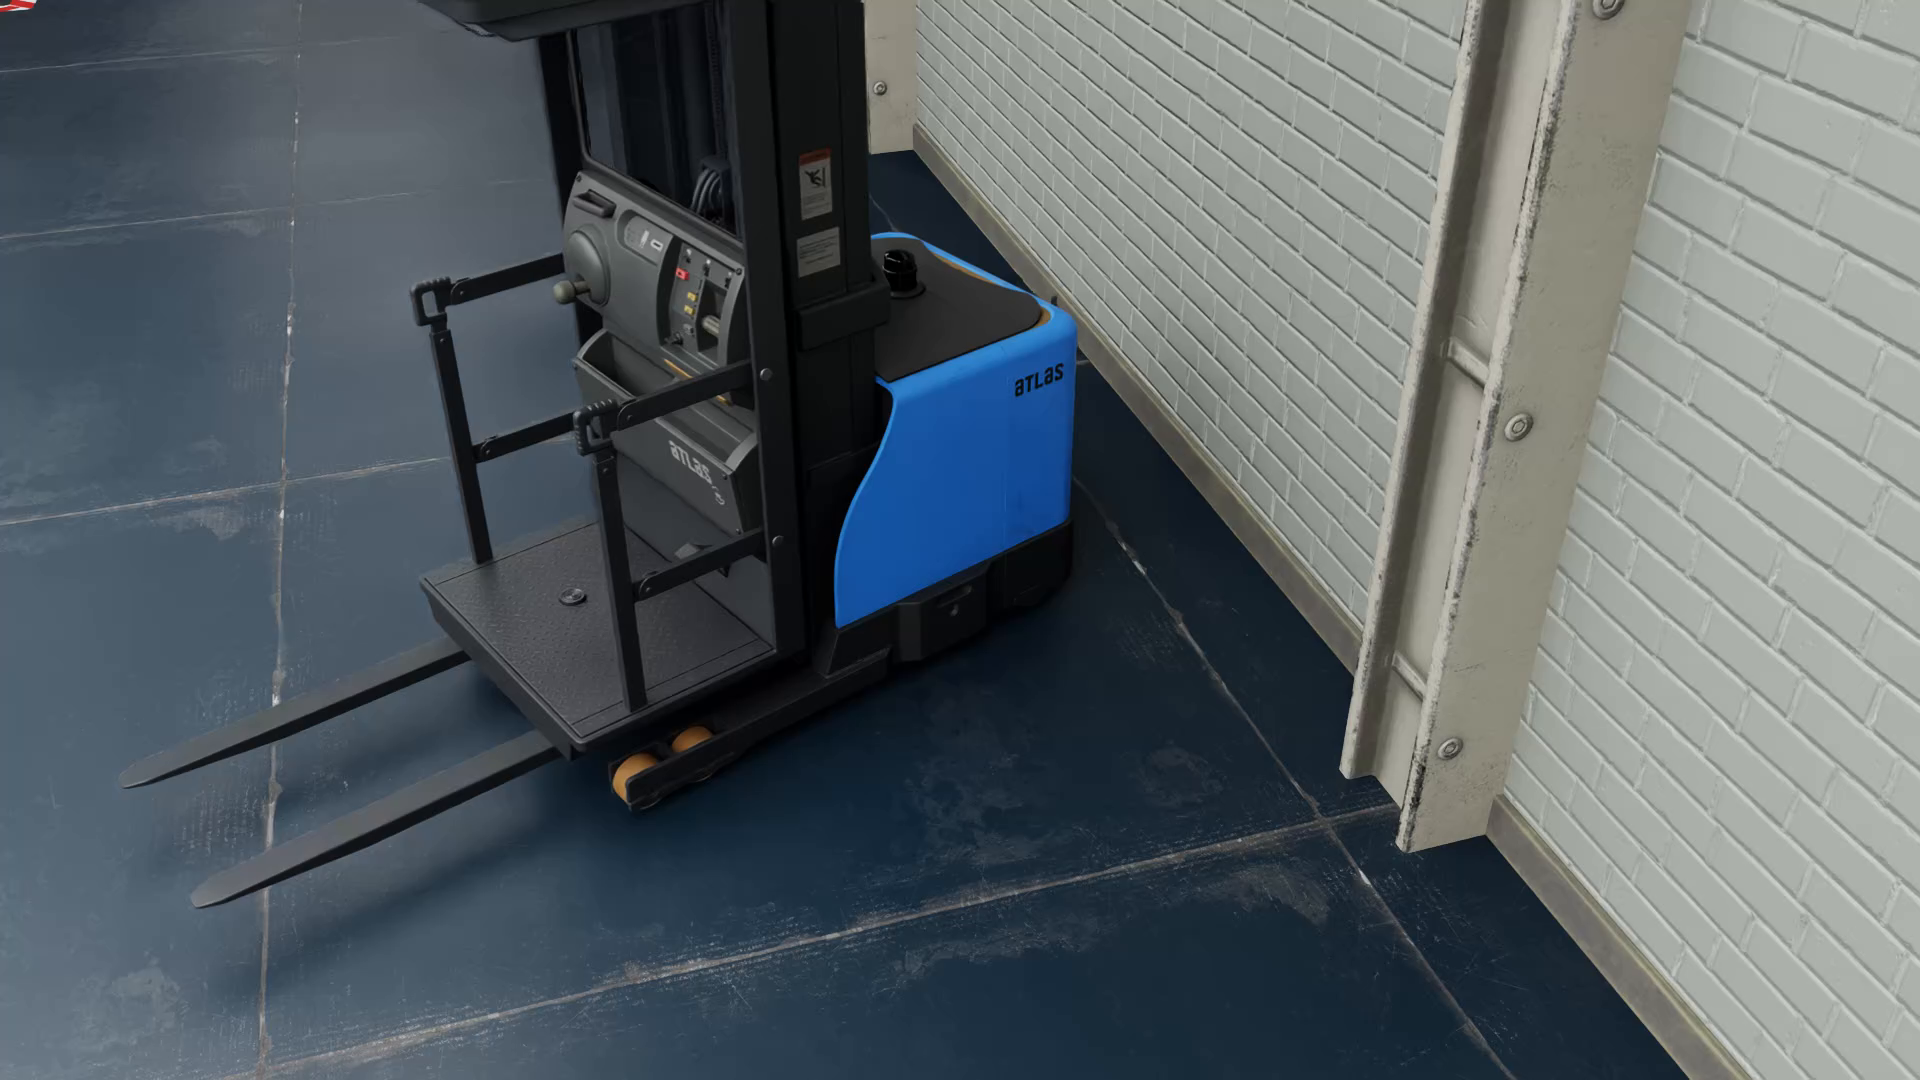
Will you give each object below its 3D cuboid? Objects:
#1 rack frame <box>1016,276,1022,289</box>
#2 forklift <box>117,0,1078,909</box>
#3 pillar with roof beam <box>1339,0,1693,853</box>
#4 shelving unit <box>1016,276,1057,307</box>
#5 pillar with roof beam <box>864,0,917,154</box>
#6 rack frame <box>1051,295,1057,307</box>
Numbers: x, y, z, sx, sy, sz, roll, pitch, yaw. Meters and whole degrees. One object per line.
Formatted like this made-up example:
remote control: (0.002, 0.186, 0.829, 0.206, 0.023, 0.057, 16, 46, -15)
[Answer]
rack frame: (0.127, -0.548, 6.264, 0.240, 0.900, 0.006, -22, 39, -30)
forklift: (-1.059, -0.740, 4.712, 3.031, 2.935, 1.130, -25, 41, -32)
pillar with roof beam: (-2.715, -2.243, 1.482, 9.100, 9.000, 0.400, -10, 35, -15)
shelving unit: (0.188, -0.503, 6.196, 0.258, 0.900, 0.210, -22, 39, -30)
pillar with roof beam: (-4.545, -5.394, 6.250, 9.100, 9.000, 0.400, -10, 35, -15)
rack frame: (0.248, -0.458, 6.128, 0.240, 0.900, 0.006, -22, 39, -30)
